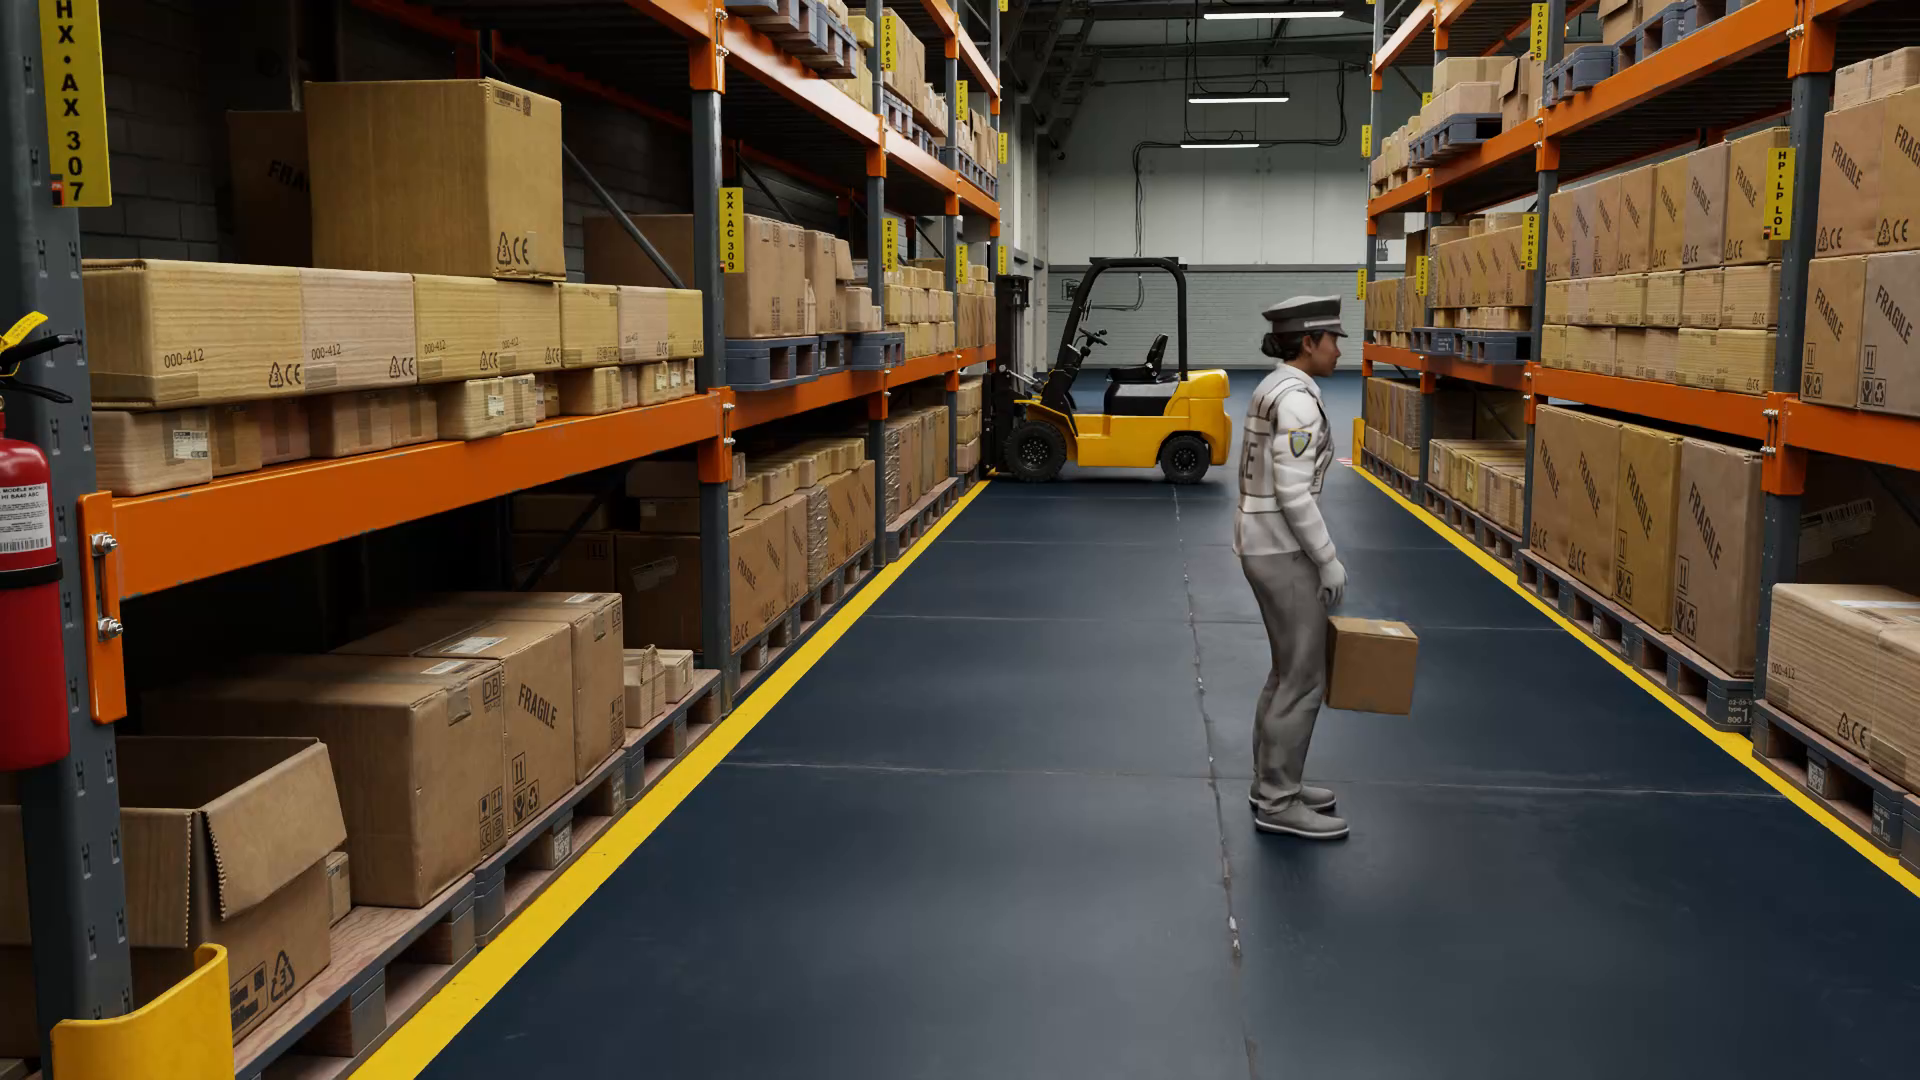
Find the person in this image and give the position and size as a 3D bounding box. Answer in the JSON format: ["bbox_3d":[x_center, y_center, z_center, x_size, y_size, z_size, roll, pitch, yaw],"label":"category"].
[{"bbox_3d":[1.053,0.070,5.232,0.346,1.673,0.438,1,8,5],"label":"person"}]
